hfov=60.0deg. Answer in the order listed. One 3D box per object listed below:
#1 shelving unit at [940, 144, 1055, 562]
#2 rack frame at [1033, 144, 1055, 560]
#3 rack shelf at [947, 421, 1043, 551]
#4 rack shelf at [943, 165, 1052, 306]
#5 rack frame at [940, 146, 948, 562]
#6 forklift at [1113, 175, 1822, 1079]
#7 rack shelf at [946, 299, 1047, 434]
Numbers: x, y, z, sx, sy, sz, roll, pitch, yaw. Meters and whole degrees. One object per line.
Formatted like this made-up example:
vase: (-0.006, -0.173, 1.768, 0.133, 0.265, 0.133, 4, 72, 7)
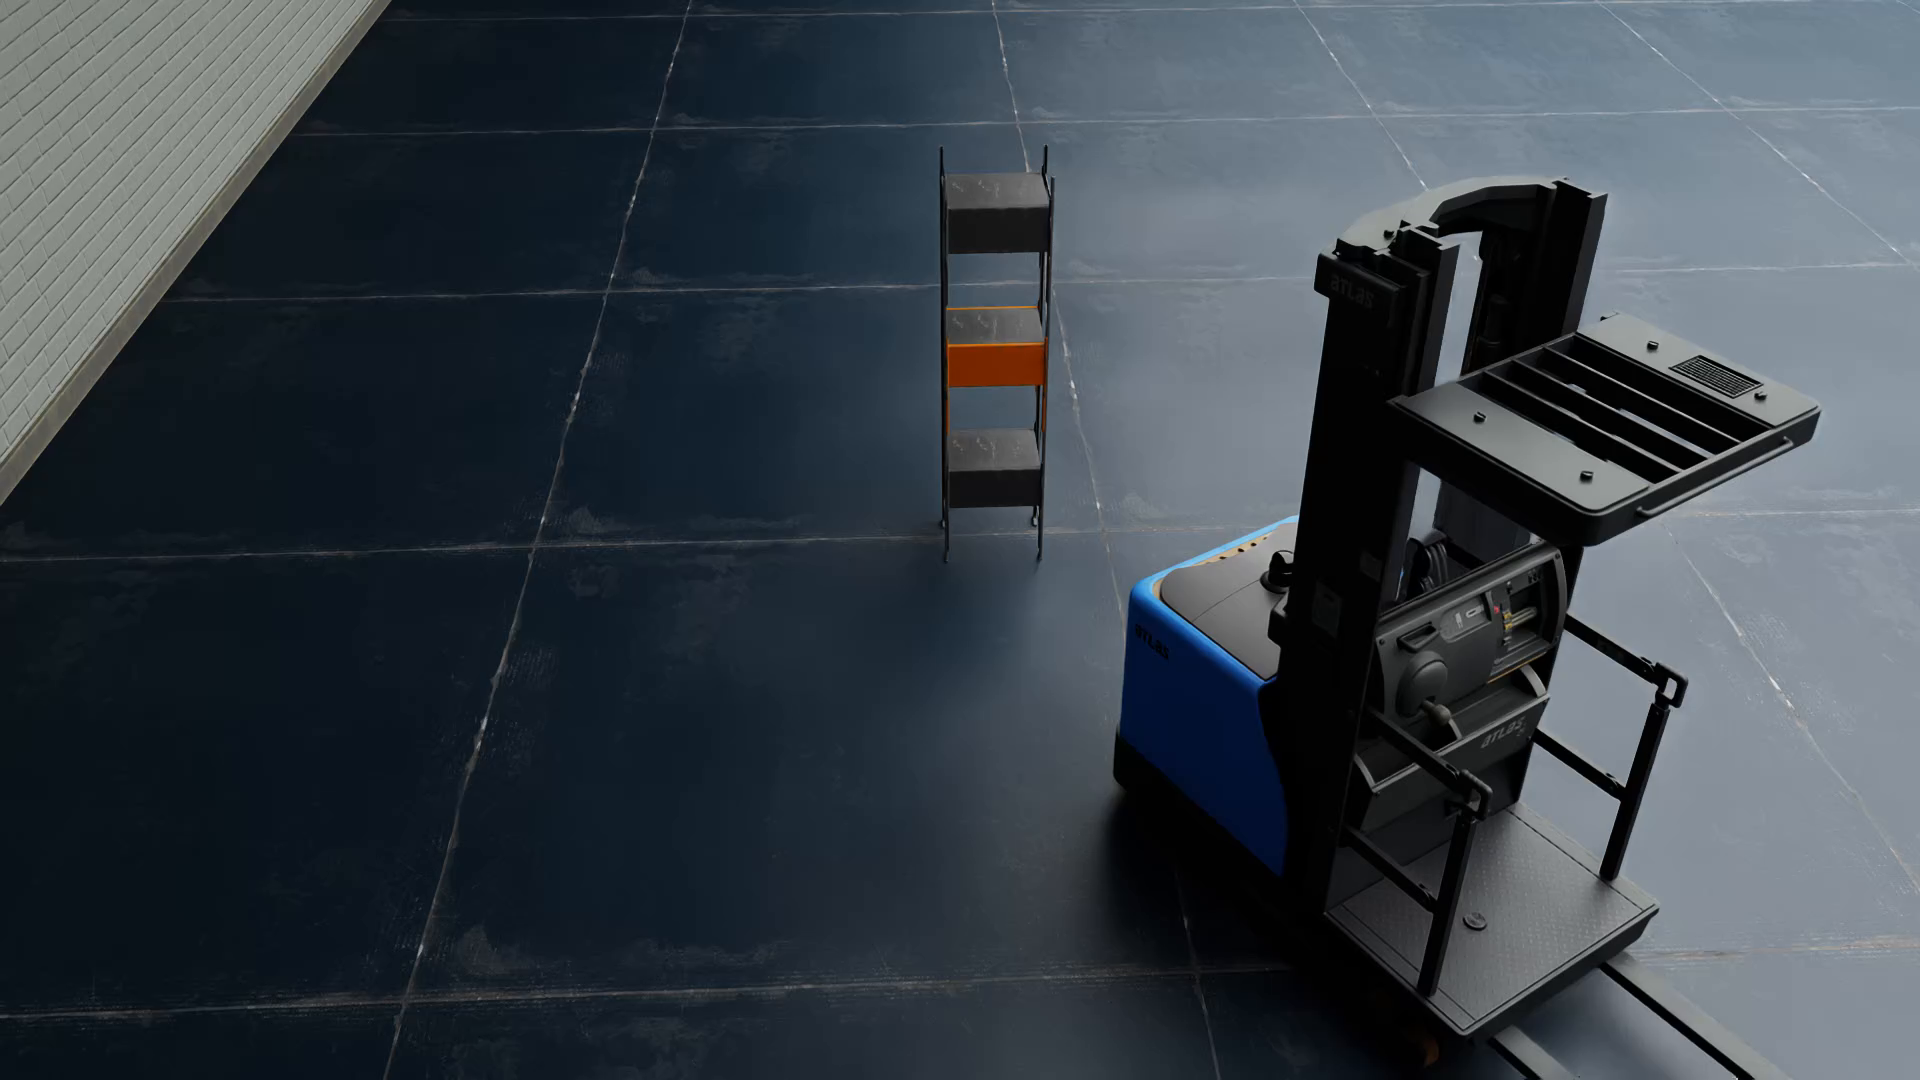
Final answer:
shelving unit: (0.165, -0.868, 8.195, 0.503, 2.100, 0.431, -2, 35, -2)
rack frame: (0.409, -0.874, 8.205, 0.015, 2.100, 0.400, -2, 35, -2)
rack shelf: (0.165, -0.281, 8.601, 0.480, 0.518, 0.431, -2, 35, -2)
rack shelf: (0.165, -1.432, 7.805, 0.480, 0.518, 0.431, -2, 35, -2)
rack frame: (-0.078, -0.861, 8.186, 0.015, 2.100, 0.400, -2, 35, -2)
forklift: (1.903, 0.396, 5.638, 1.130, 2.935, 3.031, -21, 40, -27)
rack shelf: (0.165, -0.857, 8.203, 0.480, 0.518, 0.431, -2, 35, -2)
